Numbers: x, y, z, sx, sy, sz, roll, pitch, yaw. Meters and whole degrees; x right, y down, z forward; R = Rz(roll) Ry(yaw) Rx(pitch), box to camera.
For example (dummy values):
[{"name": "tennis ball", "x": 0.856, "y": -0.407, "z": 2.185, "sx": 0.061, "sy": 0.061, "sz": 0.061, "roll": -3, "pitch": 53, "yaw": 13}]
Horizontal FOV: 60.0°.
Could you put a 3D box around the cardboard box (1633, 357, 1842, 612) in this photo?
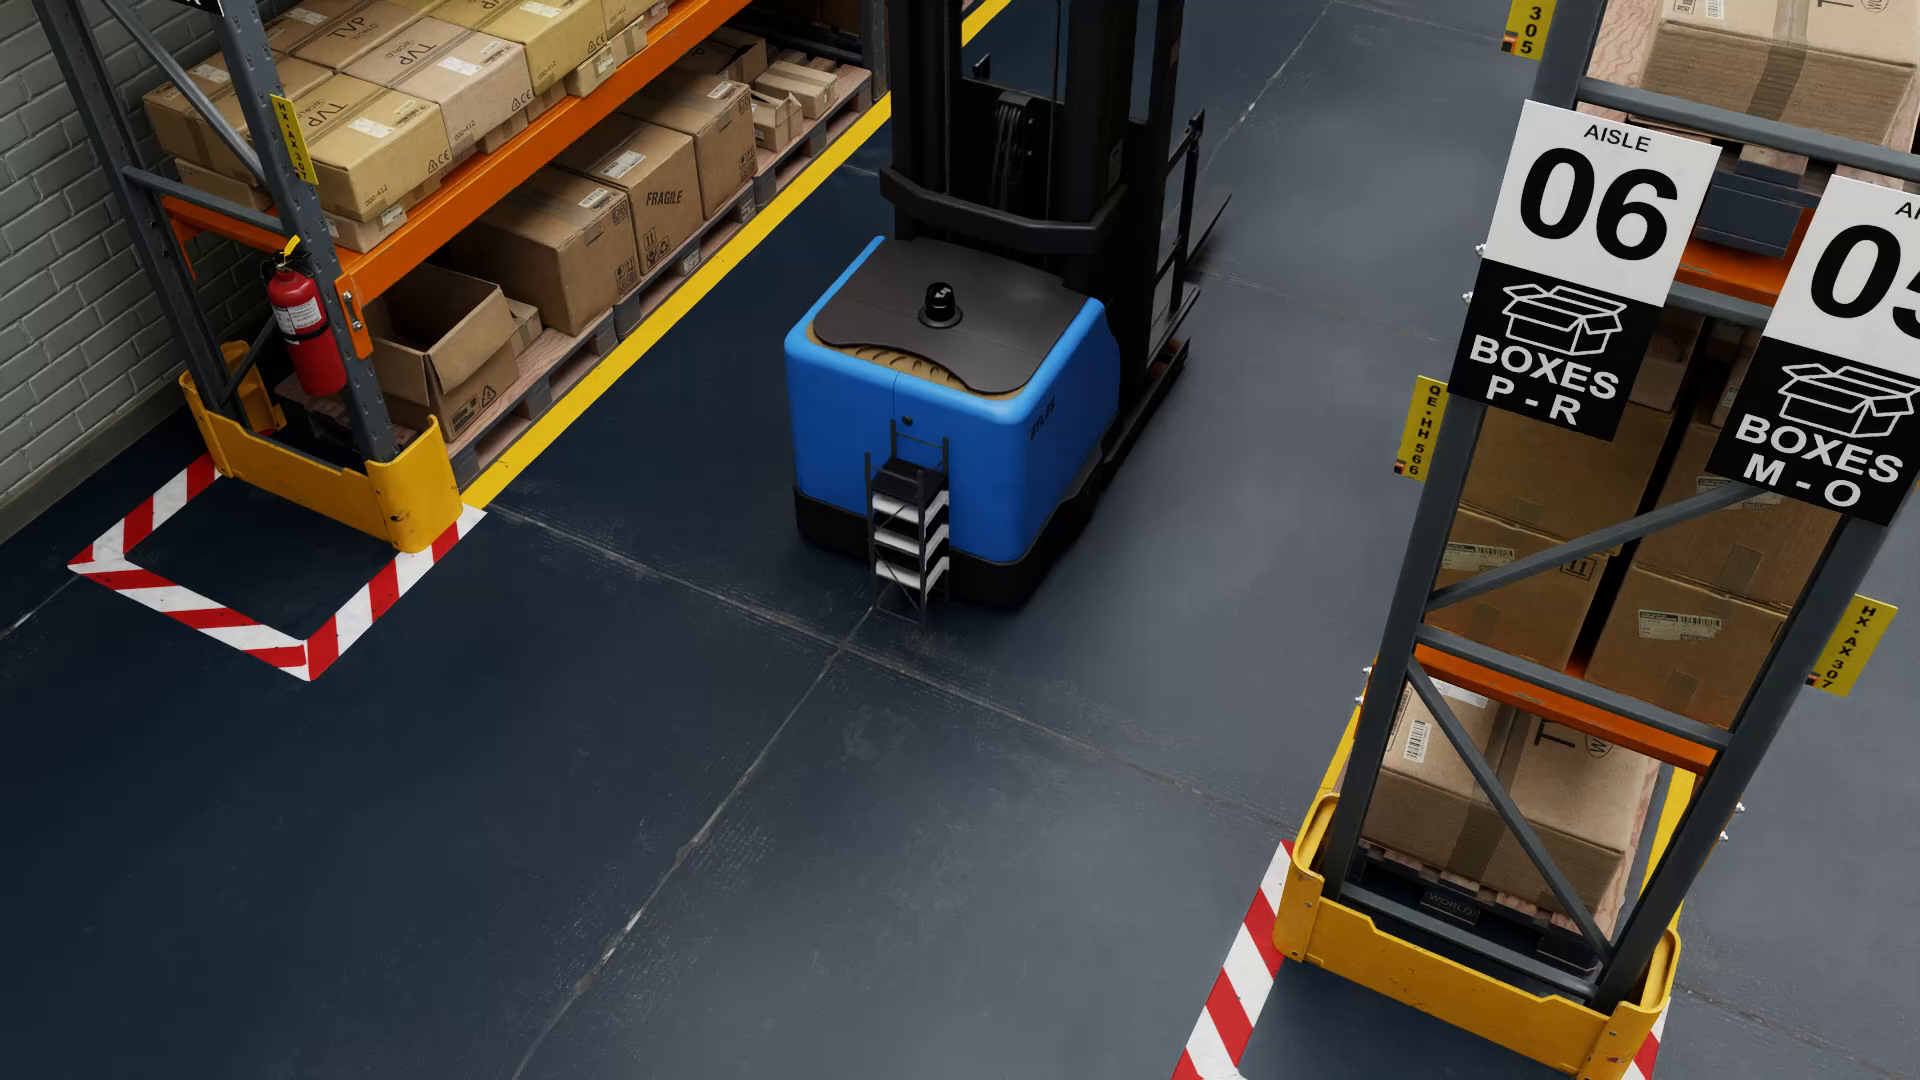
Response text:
[{"name": "cardboard box", "x": 2.127, "y": -0.193, "z": 4.338, "sx": 0.500, "sy": 0.500, "sz": 0.500, "roll": 19, "pitch": 48, "yaw": 18}]

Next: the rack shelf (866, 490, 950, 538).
[{"name": "rack shelf", "x": -0.197, "y": -0.136, "z": 6.325, "sx": 0.258, "sy": 0.077, "sz": 0.200, "roll": 19, "pitch": 48, "yaw": 18}]

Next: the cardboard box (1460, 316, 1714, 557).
[{"name": "cardboard box", "x": 1.664, "y": -0.367, "z": 4.510, "sx": 0.500, "sy": 0.500, "sz": 0.500, "roll": 22, "pitch": 49, "yaw": 20}]

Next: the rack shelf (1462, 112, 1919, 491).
[{"name": "rack shelf", "x": 2.580, "y": -1.659, "z": 4.958, "sx": 1.077, "sy": 0.370, "sz": 4.000, "roll": 20, "pitch": 49, "yaw": 19}]

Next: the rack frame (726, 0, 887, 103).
[{"name": "rack frame", "x": -0.890, "y": -3.754, "z": 8.631, "sx": 1.000, "sy": 3.000, "sz": 0.127, "roll": 20, "pitch": 49, "yaw": 19}]

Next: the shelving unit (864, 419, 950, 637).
[{"name": "shelving unit", "x": -0.197, "y": -0.033, "z": 6.430, "sx": 0.258, "sy": 0.900, "sz": 0.210, "roll": 19, "pitch": 48, "yaw": 18}]

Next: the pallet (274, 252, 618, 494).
[{"name": "pallet", "x": -2.342, "y": -0.805, "z": 7.677, "sx": 1.003, "sy": 0.211, "sz": 1.213, "roll": 20, "pitch": 49, "yaw": 19}]

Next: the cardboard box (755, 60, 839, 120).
[{"name": "cardboard box", "x": -0.888, "y": -2.452, "z": 9.053, "sx": 0.380, "sy": 0.149, "sz": 0.250, "roll": 19, "pitch": 48, "yaw": 18}]

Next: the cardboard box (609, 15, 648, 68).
[{"name": "cardboard box", "x": -1.605, "y": -2.230, "z": 7.302, "sx": 0.380, "sy": 0.149, "sz": 0.250, "roll": 22, "pitch": 49, "yaw": 20}]

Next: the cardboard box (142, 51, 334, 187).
[{"name": "cardboard box", "x": -2.768, "y": -1.664, "z": 6.461, "sx": 0.500, "sy": 0.250, "sz": 0.500, "roll": 22, "pitch": 49, "yaw": 20}]

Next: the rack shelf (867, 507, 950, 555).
[{"name": "rack shelf", "x": -0.197, "y": -0.073, "z": 6.389, "sx": 0.258, "sy": 0.077, "sz": 0.200, "roll": 19, "pitch": 48, "yaw": 18}]

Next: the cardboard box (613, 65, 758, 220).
[{"name": "cardboard box", "x": -1.466, "y": -2.037, "z": 8.396, "sx": 0.700, "sy": 0.500, "sz": 0.500, "roll": 19, "pitch": 48, "yaw": 18}]

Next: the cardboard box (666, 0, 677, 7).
[{"name": "cardboard box", "x": -1.473, "y": -2.587, "z": 7.654, "sx": 0.380, "sy": 0.149, "sz": 0.250, "roll": 21, "pitch": 49, "yaw": 20}]

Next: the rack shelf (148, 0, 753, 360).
[{"name": "rack shelf", "x": -1.818, "y": -2.241, "z": 7.642, "sx": 1.077, "sy": 0.370, "sz": 4.000, "roll": 20, "pitch": 49, "yaw": 19}]

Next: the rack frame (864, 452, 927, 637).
[{"name": "rack frame", "x": -0.242, "y": 0.032, "z": 6.365, "sx": 0.240, "sy": 0.900, "sz": 0.006, "roll": 19, "pitch": 48, "yaw": 18}]

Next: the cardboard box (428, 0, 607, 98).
[{"name": "cardboard box", "x": -1.831, "y": -2.121, "z": 6.914, "sx": 0.500, "sy": 0.250, "sz": 0.500, "roll": 20, "pitch": 49, "yaw": 18}]

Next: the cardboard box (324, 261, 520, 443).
[{"name": "cardboard box", "x": -2.379, "y": -0.859, "z": 7.229, "sx": 0.797, "sy": 0.503, "sz": 0.637, "roll": 19, "pitch": 48, "yaw": 18}]

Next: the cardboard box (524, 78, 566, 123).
[{"name": "cardboard box", "x": -1.893, "y": -1.923, "z": 6.998, "sx": 0.380, "sy": 0.149, "sz": 0.250, "roll": 21, "pitch": 49, "yaw": 20}]

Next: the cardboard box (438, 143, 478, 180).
[{"name": "cardboard box", "x": -2.183, "y": -1.615, "z": 6.694, "sx": 0.380, "sy": 0.149, "sz": 0.250, "roll": 20, "pitch": 49, "yaw": 19}]

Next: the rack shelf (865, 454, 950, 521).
[{"name": "rack shelf", "x": -0.197, "y": -0.199, "z": 6.261, "sx": 0.258, "sy": 0.077, "sz": 0.200, "roll": 19, "pitch": 48, "yaw": 18}]

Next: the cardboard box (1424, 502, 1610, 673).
[{"name": "cardboard box", "x": 1.641, "y": -0.024, "z": 4.875, "sx": 0.500, "sy": 0.500, "sz": 0.500, "roll": 21, "pitch": 49, "yaw": 19}]

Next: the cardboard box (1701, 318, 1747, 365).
[{"name": "cardboard box", "x": 2.120, "y": -0.533, "z": 4.219, "sx": 0.380, "sy": 0.149, "sz": 0.250, "roll": 22, "pitch": 49, "yaw": 20}]

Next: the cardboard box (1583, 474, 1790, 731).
[{"name": "cardboard box", "x": 2.129, "y": 0.159, "z": 4.693, "sx": 0.500, "sy": 0.500, "sz": 0.500, "roll": 20, "pitch": 49, "yaw": 19}]

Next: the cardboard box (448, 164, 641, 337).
[{"name": "cardboard box", "x": -1.948, "y": -1.383, "z": 7.750, "sx": 0.700, "sy": 0.500, "sz": 0.500, "roll": 22, "pitch": 49, "yaw": 21}]

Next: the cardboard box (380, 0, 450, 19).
[{"name": "cardboard box", "x": -2.294, "y": -2.299, "z": 7.089, "sx": 0.500, "sy": 0.250, "sz": 0.500, "roll": 22, "pitch": 49, "yaw": 20}]

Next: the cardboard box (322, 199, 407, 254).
[{"name": "cardboard box", "x": -2.351, "y": -1.263, "z": 6.345, "sx": 0.380, "sy": 0.149, "sz": 0.250, "roll": 20, "pitch": 49, "yaw": 19}]

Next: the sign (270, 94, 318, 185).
[{"name": "sign", "x": -2.266, "y": -1.360, "z": 5.656, "sx": 0.100, "sy": 0.325, "sz": 0.005, "roll": 20, "pitch": 49, "yaw": 19}]

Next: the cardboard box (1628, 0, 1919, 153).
[{"name": "cardboard box", "x": 1.781, "y": -1.096, "z": 3.635, "sx": 0.500, "sy": 0.250, "sz": 0.500, "roll": 16, "pitch": 48, "yaw": 15}]

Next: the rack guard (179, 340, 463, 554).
[{"name": "rack guard", "x": -2.711, "y": -0.404, "z": 7.077, "sx": 1.175, "sy": 0.500, "sz": 0.348, "roll": 20, "pitch": 49, "yaw": 19}]

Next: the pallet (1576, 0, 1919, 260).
[{"name": "pallet", "x": 1.987, "y": -1.092, "z": 3.954, "sx": 1.003, "sy": 0.211, "sz": 1.213, "roll": 20, "pitch": 49, "yaw": 19}]

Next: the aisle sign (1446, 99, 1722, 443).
[{"name": "aisle sign", "x": 1.343, "y": -0.569, "z": 3.655, "sx": 0.394, "sy": 0.787, "sz": 0.004, "roll": 20, "pitch": 49, "yaw": 19}]

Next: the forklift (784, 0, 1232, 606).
[{"name": "forklift", "x": 0.419, "y": -1.818, "z": 6.766, "sx": 1.130, "sy": 2.935, "sz": 3.031, "roll": 19, "pitch": 48, "yaw": 18}]

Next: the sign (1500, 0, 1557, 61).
[{"name": "sign", "x": 1.177, "y": -1.124, "z": 3.356, "sx": 0.100, "sy": 0.325, "sz": 0.005, "roll": 20, "pitch": 49, "yaw": 19}]

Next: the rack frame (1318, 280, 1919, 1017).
[{"name": "rack frame", "x": 1.651, "y": 0.402, "z": 4.524, "sx": 1.000, "sy": 3.000, "sz": 0.127, "roll": 20, "pitch": 49, "yaw": 19}]

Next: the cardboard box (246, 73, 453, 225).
[{"name": "cardboard box", "x": -2.297, "y": -1.483, "z": 6.283, "sx": 0.500, "sy": 0.250, "sz": 0.500, "roll": 21, "pitch": 49, "yaw": 19}]

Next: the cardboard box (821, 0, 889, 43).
[{"name": "cardboard box", "x": -0.466, "y": -3.254, "z": 9.599, "sx": 0.500, "sy": 0.500, "sz": 0.500, "roll": 22, "pitch": 49, "yaw": 21}]

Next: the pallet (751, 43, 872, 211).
[{"name": "pallet", "x": -1.210, "y": -2.342, "z": 9.196, "sx": 1.003, "sy": 0.211, "sz": 1.213, "roll": 20, "pitch": 49, "yaw": 19}]
